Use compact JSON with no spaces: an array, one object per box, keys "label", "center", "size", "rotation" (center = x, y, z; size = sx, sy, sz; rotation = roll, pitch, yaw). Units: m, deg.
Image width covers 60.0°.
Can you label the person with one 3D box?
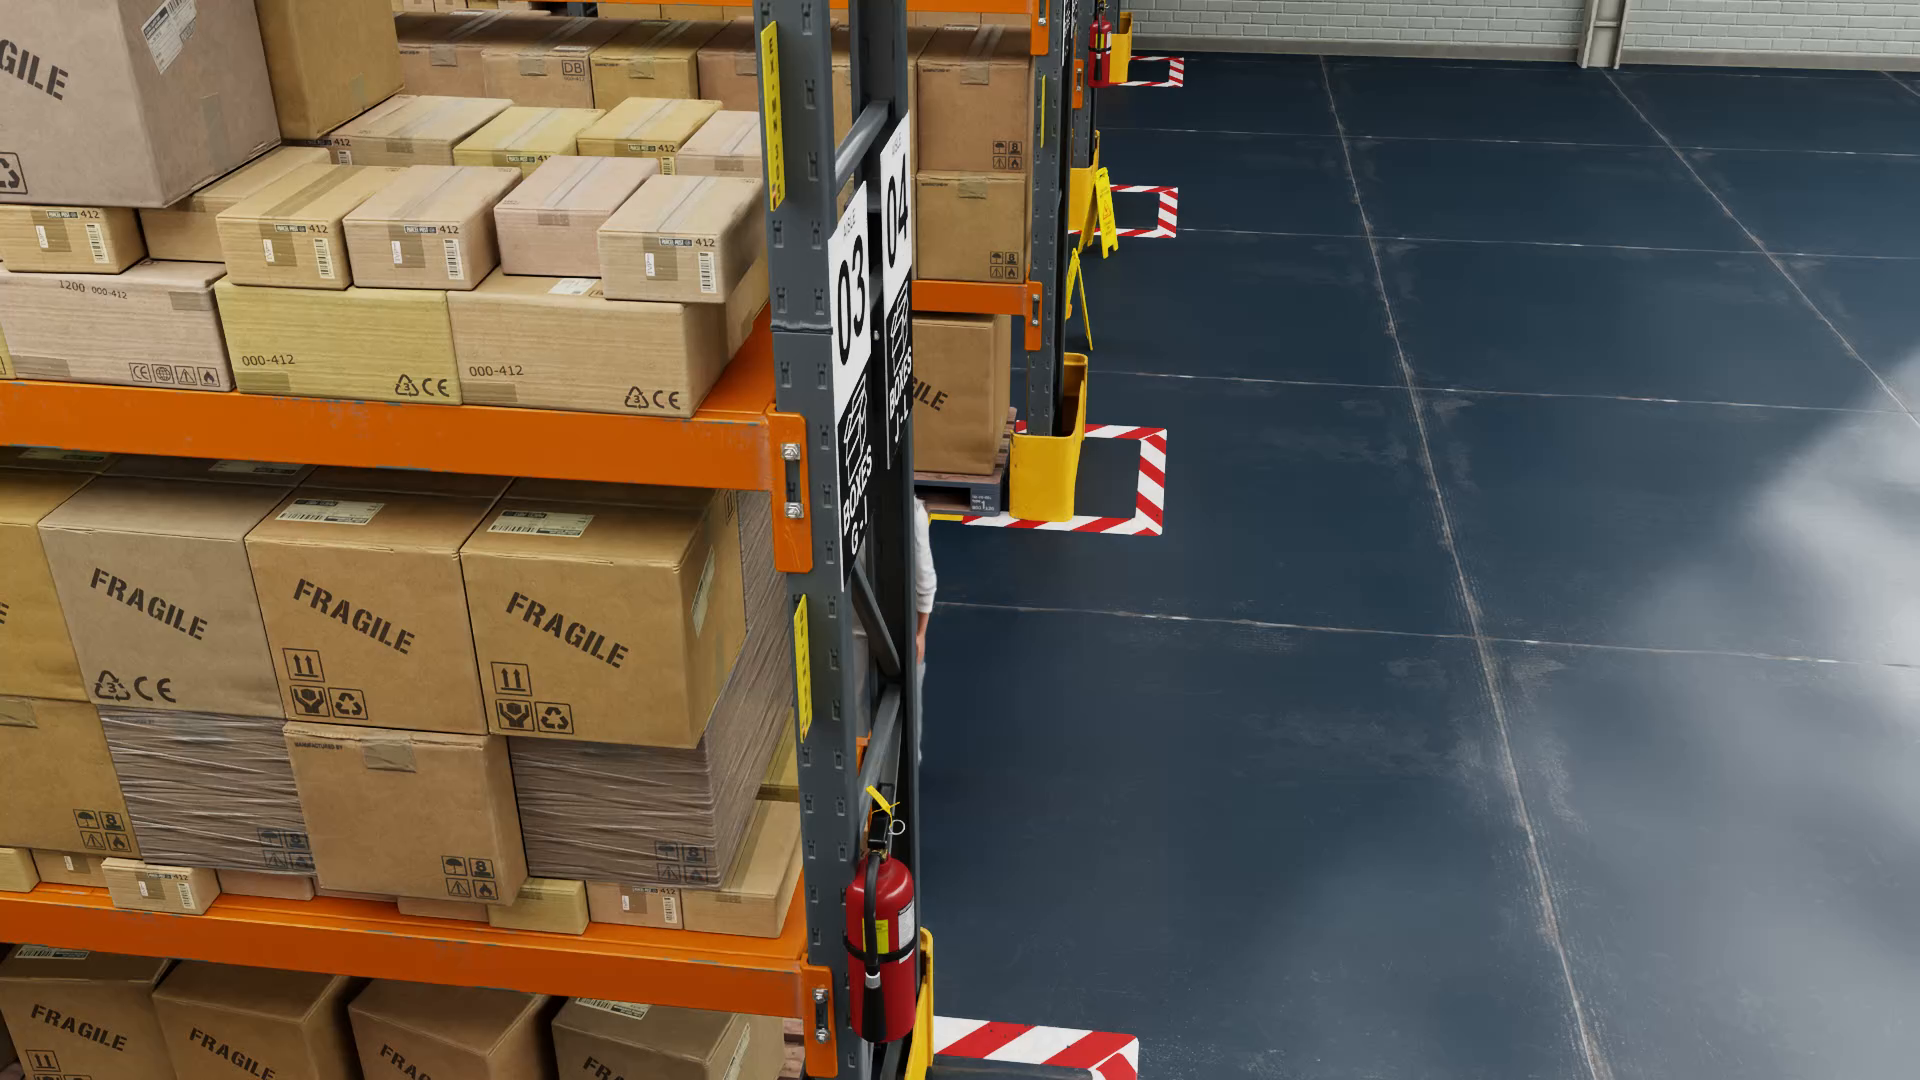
[{"label":"person","center":[-0.297,0.358,6.543],"size":[0.423,1.549,0.368],"rotation":[4,29,7]}]
